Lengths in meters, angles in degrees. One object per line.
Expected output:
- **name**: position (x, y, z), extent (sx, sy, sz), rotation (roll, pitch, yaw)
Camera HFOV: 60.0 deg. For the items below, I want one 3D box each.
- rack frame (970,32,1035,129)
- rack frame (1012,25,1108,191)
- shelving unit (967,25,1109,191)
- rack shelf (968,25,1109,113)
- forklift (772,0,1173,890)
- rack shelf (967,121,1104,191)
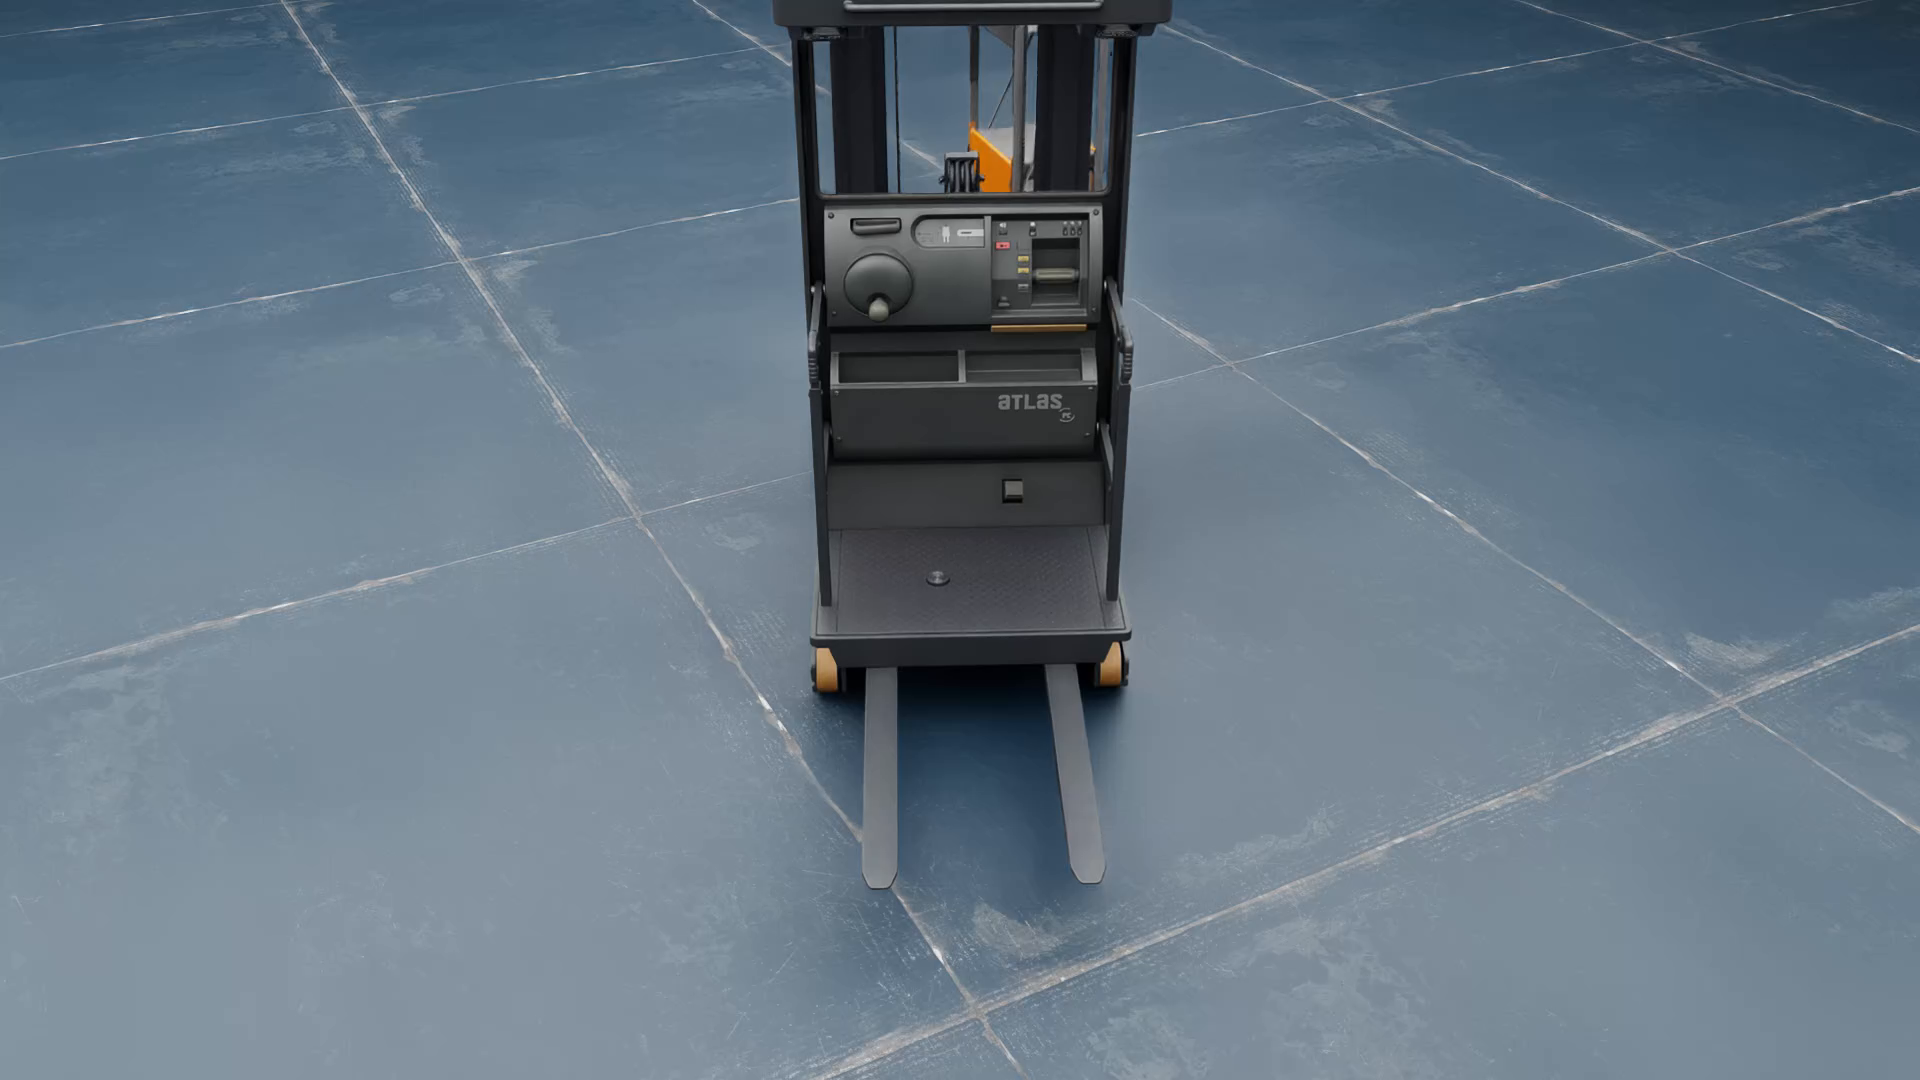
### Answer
- **rack frame**: position (0.232, -1.640, 7.363), extent (0.400, 2.100, 0.015), rotation (-11, 34, -17)
- **rack frame**: position (0.403, -1.393, 6.978), extent (0.400, 2.100, 0.015), rotation (-11, 34, -17)
- **shelving unit**: position (0.317, -1.516, 7.170), extent (0.431, 2.100, 0.503), rotation (-11, 34, -17)
- **rack shelf**: position (0.317, -2.094, 6.800), extent (0.431, 0.518, 0.480), rotation (-11, 34, -17)
- **forklift**: position (0.022, -0.868, 5.388), extent (1.130, 2.935, 3.031), rotation (-1, 33, -2)
- **rack shelf**: position (0.317, -1.505, 7.178), extent (0.431, 0.518, 0.480), rotation (-11, 34, -17)
